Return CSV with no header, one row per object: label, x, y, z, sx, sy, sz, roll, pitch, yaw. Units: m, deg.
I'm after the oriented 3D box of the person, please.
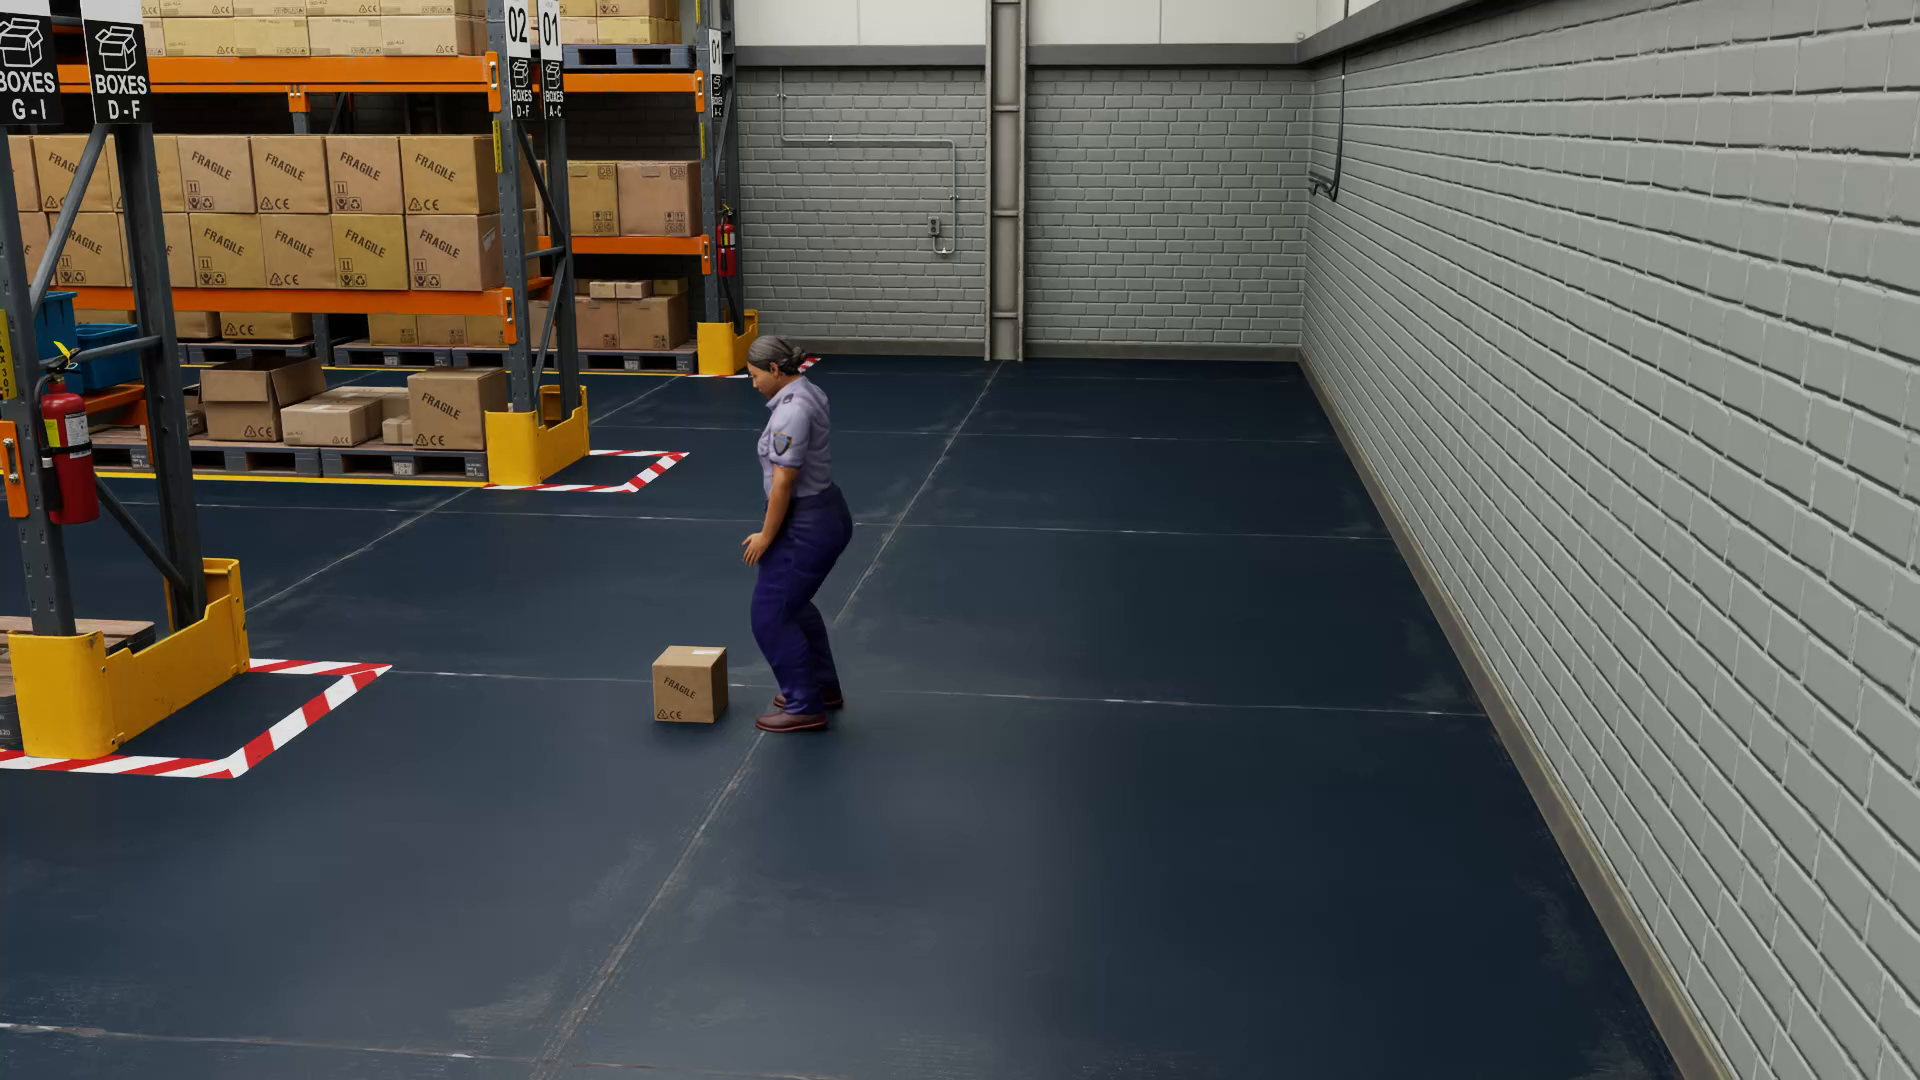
person,-0.651,-0.025,6.742,0.391,1.607,0.496,2,15,8
